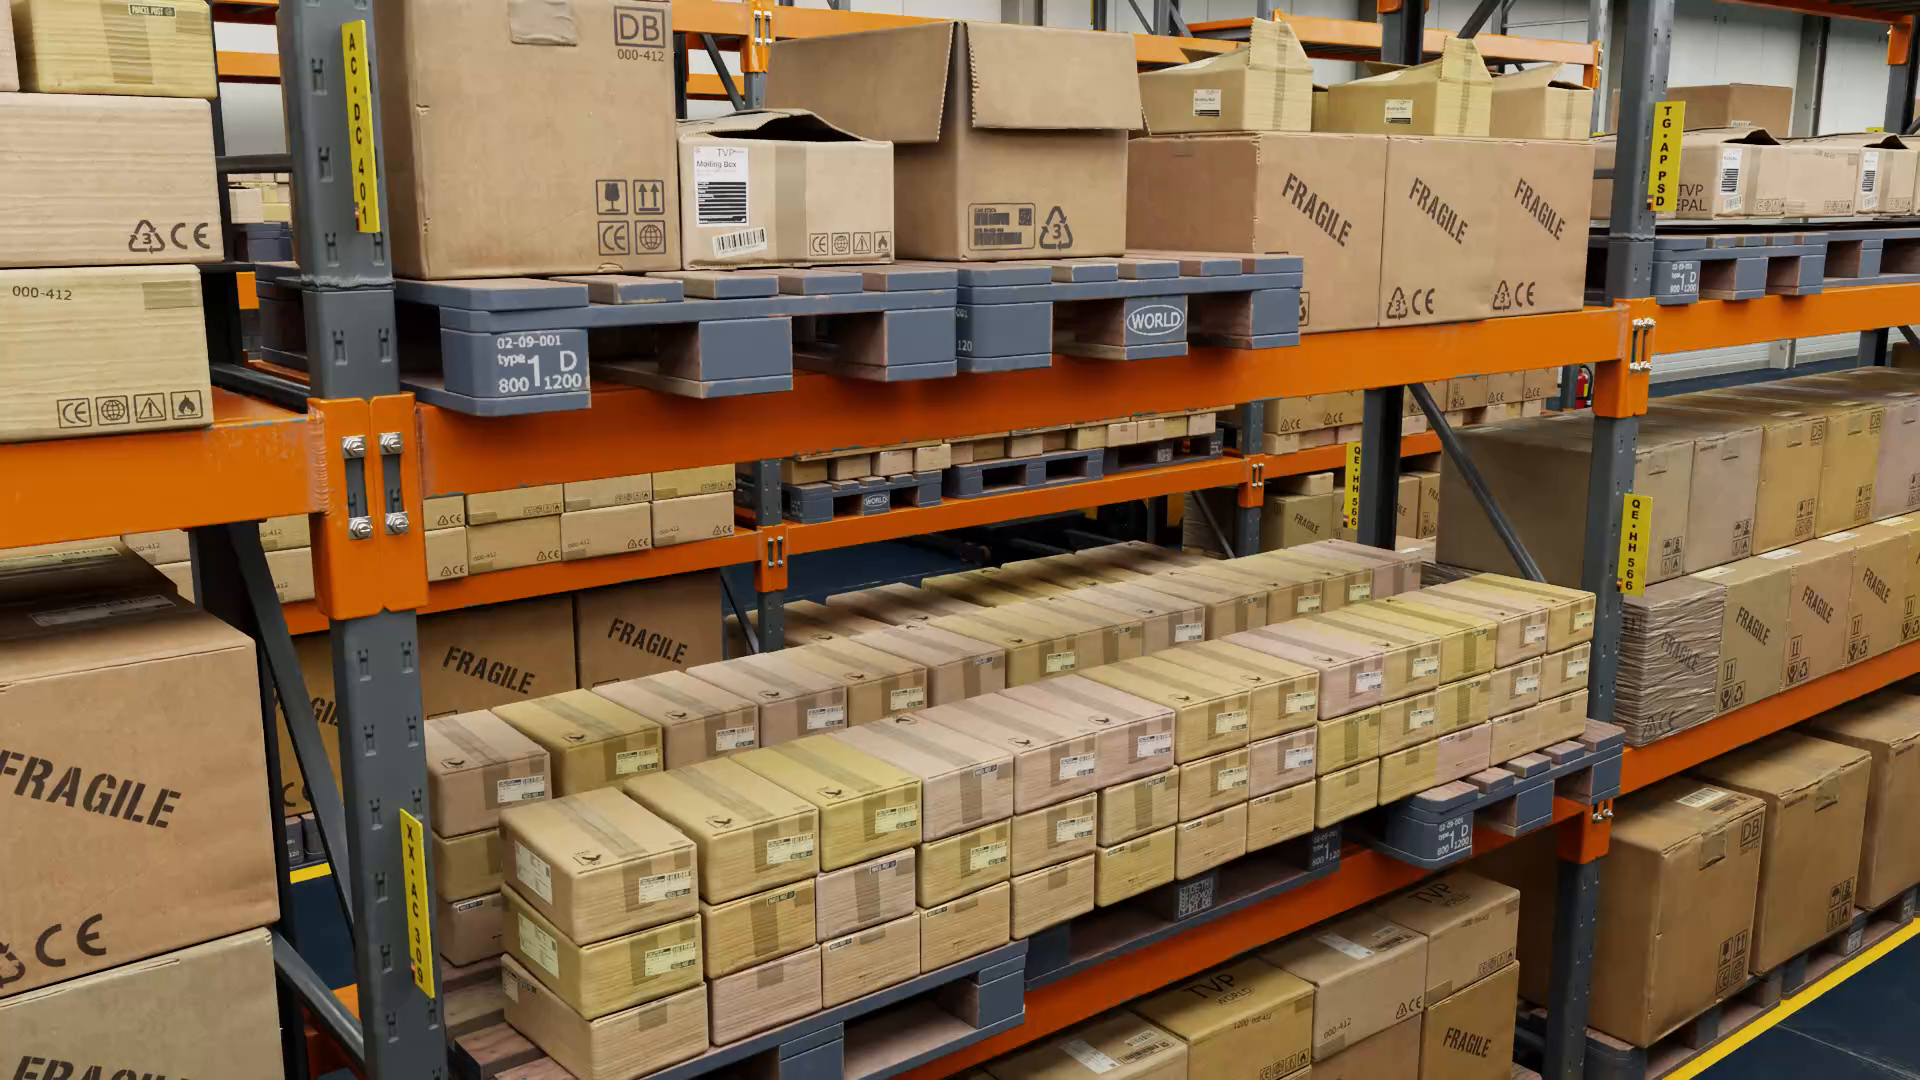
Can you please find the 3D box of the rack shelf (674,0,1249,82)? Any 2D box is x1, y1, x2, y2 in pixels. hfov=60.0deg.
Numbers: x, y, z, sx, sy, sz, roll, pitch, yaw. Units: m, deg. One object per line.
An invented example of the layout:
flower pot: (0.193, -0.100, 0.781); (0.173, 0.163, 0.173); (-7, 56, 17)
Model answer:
rack shelf: (0.211, -2.979, 10.308); (4.000, 0.370, 1.077); (-9, 15, -38)

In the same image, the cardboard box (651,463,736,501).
cardboard box: (-1.570, -0.399, 9.067); (0.500, 0.250, 0.500); (-10, 15, -38)

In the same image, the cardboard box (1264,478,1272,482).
cardboard box: (2.463, -0.265, 13.080); (0.500, 0.500, 0.500); (-9, 15, -37)

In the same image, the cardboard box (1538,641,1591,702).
cardboard box: (1.719, 0.367, 5.176); (0.250, 0.149, 0.380); (-9, 15, -37)

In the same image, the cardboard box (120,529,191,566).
cardboard box: (-3.565, -0.068, 7.506); (0.500, 0.250, 0.500); (-9, 15, -37)

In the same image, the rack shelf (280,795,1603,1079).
rack shelf: (0.259, 1.069, 4.726); (4.000, 0.370, 1.077); (-9, 15, -38)

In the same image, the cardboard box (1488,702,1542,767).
cardboard box: (1.528, 0.545, 5.054); (0.250, 0.149, 0.380); (-9, 15, -38)

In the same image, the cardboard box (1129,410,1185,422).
cardboard box: (1.169, -1.089, 11.191); (0.500, 0.500, 0.500); (-9, 15, -37)

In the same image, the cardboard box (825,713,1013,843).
cardboard box: (-0.096, 0.524, 3.720); (0.250, 0.149, 0.380); (-10, 15, -38)

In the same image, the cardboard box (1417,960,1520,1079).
cardboard box: (1.470, 1.603, 5.488); (0.500, 0.500, 0.500); (-10, 15, -38)

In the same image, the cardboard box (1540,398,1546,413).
cardboard box: (4.738, -1.164, 14.116); (0.250, 0.149, 0.380); (-9, 15, -36)

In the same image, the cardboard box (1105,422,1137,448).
cardboard box: (0.951, -0.718, 11.004); (0.250, 0.149, 0.380); (-9, 15, -37)

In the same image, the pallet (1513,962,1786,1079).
pallet: (2.483, 1.731, 6.588); (1.213, 0.211, 1.003); (-9, 15, -38)

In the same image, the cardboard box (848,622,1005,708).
cardboard box: (-0.093, 0.350, 4.541); (0.250, 0.149, 0.380); (-10, 16, -40)

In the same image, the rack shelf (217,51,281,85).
rack shelf: (-6.016, -3.264, 11.653); (4.000, 0.370, 1.077); (-9, 15, -38)

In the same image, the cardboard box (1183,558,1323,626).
cardboard box: (0.936, 0.179, 5.347); (0.250, 0.149, 0.380); (-10, 15, -38)

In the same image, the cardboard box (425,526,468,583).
cardboard box: (-2.756, 0.051, 8.148); (0.500, 0.250, 0.500); (-10, 15, -39)

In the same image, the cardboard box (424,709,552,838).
cardboard box: (-1.111, 0.519, 3.745); (0.250, 0.149, 0.380); (-9, 15, -35)

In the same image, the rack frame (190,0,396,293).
rack frame: (-1.303, -1.958, 2.806); (0.127, 3.000, 1.000); (-9, 15, -38)

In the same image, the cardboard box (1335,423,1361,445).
cardboard box: (2.787, -0.824, 12.515); (0.250, 0.149, 0.380); (-9, 15, -36)

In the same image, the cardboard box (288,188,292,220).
cardboard box: (-3.091, -1.641, 8.088); (0.250, 0.166, 0.380); (-8, 14, -33)

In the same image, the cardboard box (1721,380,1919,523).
cardboard box: (3.765, -0.402, 7.272); (0.500, 0.500, 0.700); (-9, 15, -37)

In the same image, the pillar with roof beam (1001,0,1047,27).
pillar with roof beam: (3.375, -4.467, 14.623); (0.400, 9.000, 9.100); (-9, 15, -38)

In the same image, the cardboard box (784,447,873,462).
cardboard box: (-0.855, -0.753, 9.606); (0.500, 0.500, 0.500); (-10, 16, -39)

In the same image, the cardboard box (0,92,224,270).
cardboard box: (-1.504, -0.561, 2.605); (0.500, 0.250, 0.500); (-10, 16, -40)

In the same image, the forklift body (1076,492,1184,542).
forklift body: (1.451, -1.218, 15.807); (1.214, 2.155, 2.313); (-9, 15, -38)

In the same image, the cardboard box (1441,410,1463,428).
cardboard box: (3.783, -0.987, 13.281); (0.250, 0.149, 0.380); (-10, 15, -38)

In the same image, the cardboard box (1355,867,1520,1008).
cardboard box: (1.450, 1.239, 5.394); (0.500, 0.250, 0.500); (-10, 15, -39)

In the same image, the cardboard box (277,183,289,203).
cardboard box: (-5.017, -2.580, 12.360); (0.250, 0.149, 0.380); (-9, 15, -36)

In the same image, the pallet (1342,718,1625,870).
pallet: (1.331, 0.661, 5.377); (1.003, 0.211, 1.213); (-9, 15, -38)

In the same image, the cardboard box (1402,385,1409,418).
cardboard box: (3.068, -1.190, 12.674); (0.500, 0.500, 0.500); (-10, 15, -38)

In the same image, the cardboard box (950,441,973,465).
cardboard box: (-0.129, -0.562, 10.271); (0.250, 0.149, 0.380); (-8, 15, -34)

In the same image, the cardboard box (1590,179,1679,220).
cardboard box: (2.181, -1.159, 5.616); (0.250, 0.149, 0.380); (-10, 16, -40)

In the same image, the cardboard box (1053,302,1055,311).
cardboard box: (0.435, -0.896, 4.786); (0.500, 0.500, 0.500); (-9, 15, -38)

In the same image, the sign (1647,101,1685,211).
sign: (2.158, -1.174, 5.093); (0.005, 0.325, 0.100); (-9, 15, -38)

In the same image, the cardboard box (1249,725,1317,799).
cardboard box: (0.713, 0.535, 4.386); (0.250, 0.149, 0.380); (-9, 15, -36)

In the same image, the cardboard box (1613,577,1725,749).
cardboard box: (2.340, 0.394, 5.932); (0.500, 0.500, 0.500); (-9, 15, -37)

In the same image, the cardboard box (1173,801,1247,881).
cardboard box: (0.507, 0.715, 4.255); (0.250, 0.149, 0.380); (-10, 16, -40)

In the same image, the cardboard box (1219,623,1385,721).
cardboard box: (0.924, 0.354, 4.524); (0.250, 0.149, 0.380); (-9, 15, -38)

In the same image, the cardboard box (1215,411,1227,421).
cardboard box: (1.964, -1.144, 12.458); (0.500, 0.500, 0.500); (-10, 16, -39)

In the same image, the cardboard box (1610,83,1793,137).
cardboard box: (3.003, -1.584, 6.774); (0.500, 0.500, 0.500); (-9, 15, -38)

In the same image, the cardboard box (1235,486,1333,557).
cardboard box: (2.402, -0.111, 12.356); (0.500, 0.500, 0.500); (-9, 15, -35)

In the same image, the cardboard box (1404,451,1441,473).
cardboard box: (3.784, -0.644, 13.303); (0.250, 0.149, 0.380); (-9, 15, -35)

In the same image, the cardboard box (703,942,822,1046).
cardboard box: (-0.495, 0.881, 3.475); (0.250, 0.149, 0.380); (-9, 15, -37)

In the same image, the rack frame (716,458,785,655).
rack frame: (-1.351, -0.332, 9.593); (0.127, 3.000, 1.000); (-9, 15, -38)

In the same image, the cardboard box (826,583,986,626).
cardboard box: (-0.332, 0.579, 10.617); (0.625, 0.372, 0.950); (-10, 15, -39)

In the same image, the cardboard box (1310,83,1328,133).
cardboard box: (0.930, -1.358, 5.121); (0.258, 0.266, 0.396); (-9, 15, -38)

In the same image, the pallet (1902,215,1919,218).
pallet: (5.589, -1.590, 8.508); (1.213, 0.211, 1.003); (-9, 15, -38)

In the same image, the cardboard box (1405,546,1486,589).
cardboard box: (2.005, 0.307, 6.344); (0.500, 0.500, 0.500); (-9, 15, -38)

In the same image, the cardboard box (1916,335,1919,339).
cardboard box: (5.610, -0.796, 8.815); (0.550, 0.550, 0.875); (-9, 15, -38)

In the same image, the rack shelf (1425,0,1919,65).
rack shelf: (3.382, -2.189, 6.589); (4.000, 0.370, 1.077); (-9, 15, -38)

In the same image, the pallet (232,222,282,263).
pallet: (-3.789, -1.314, 7.455); (1.217, 0.209, 0.805); (-10, 16, -40)

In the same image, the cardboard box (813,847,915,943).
cardboard box: (-0.305, 0.704, 3.589); (0.250, 0.149, 0.380); (-9, 15, -36)

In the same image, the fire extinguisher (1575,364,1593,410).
fire extinguisher: (5.274, -1.273, 14.208); (0.183, 0.674, 0.296); (-9, 15, -38)

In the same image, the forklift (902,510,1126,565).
forklift: (0.396, -1.333, 14.473); (1.130, 2.935, 3.031); (-10, 15, -38)
